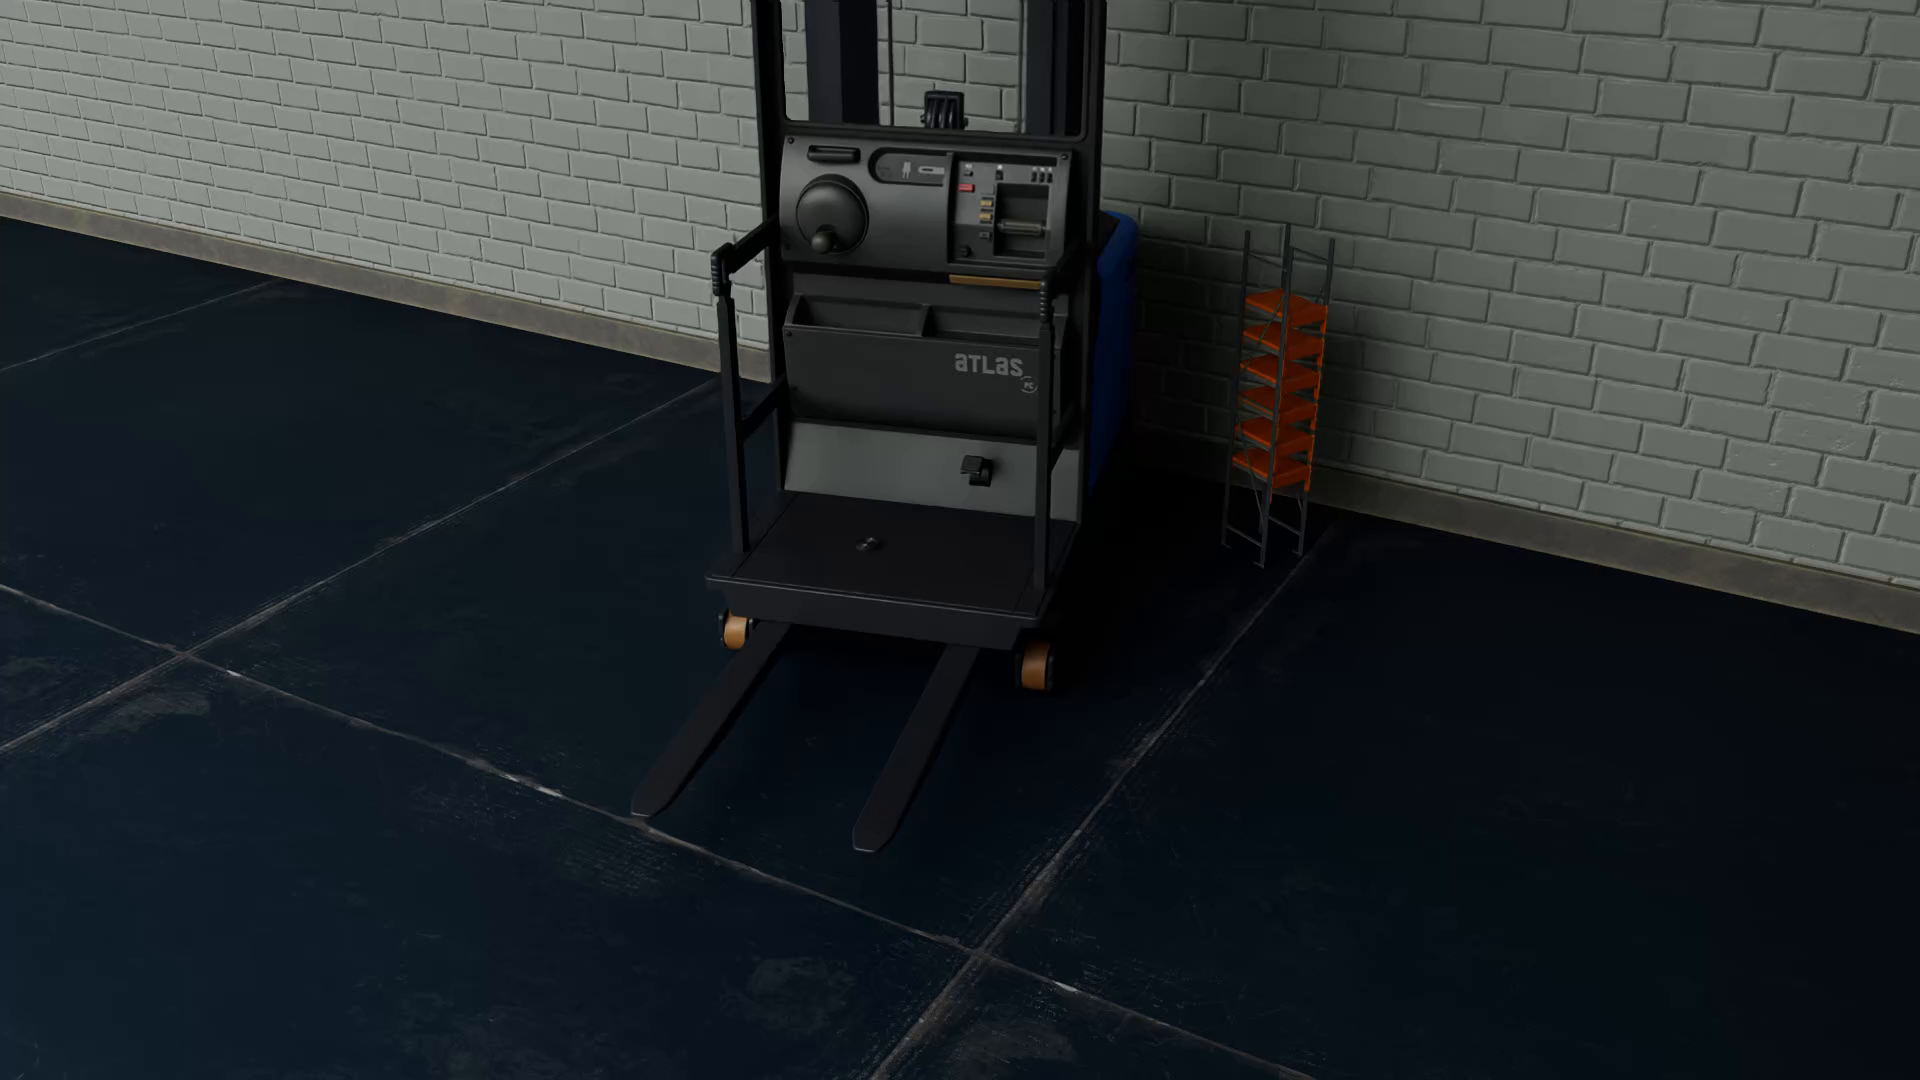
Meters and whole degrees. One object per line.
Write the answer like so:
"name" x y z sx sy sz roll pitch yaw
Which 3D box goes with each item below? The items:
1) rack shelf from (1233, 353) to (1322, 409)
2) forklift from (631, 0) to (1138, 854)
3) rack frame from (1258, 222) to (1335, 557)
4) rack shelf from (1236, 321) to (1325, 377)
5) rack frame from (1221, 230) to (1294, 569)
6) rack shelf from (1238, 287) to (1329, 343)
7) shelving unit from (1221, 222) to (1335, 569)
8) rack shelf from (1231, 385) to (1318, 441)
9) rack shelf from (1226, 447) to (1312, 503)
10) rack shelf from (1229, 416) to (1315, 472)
"rack shelf" 1.120 -0.568 5.875 0.180 0.103 0.258 -15 30 -28
"forklift" -0.164 -1.019 5.012 1.130 2.935 3.031 6 27 13
"rack frame" 1.198 -0.522 5.952 0.006 1.200 0.240 -15 30 -28
"rack shelf" 1.120 -0.675 5.821 0.180 0.103 0.258 -15 30 -28
"rack frame" 1.042 -0.479 5.866 0.006 1.200 0.240 -15 30 -28
"rack shelf" 1.120 -0.782 5.768 0.180 0.103 0.258 -15 30 -28
"shelving unit" 1.120 -0.500 5.909 0.189 1.200 0.258 -15 30 -28
"rack shelf" 1.120 -0.460 5.929 0.180 0.103 0.258 -15 30 -28
"rack shelf" 1.120 -0.246 6.036 0.180 0.103 0.258 -15 30 -28
"rack shelf" 1.120 -0.353 5.982 0.180 0.103 0.258 -15 30 -28
